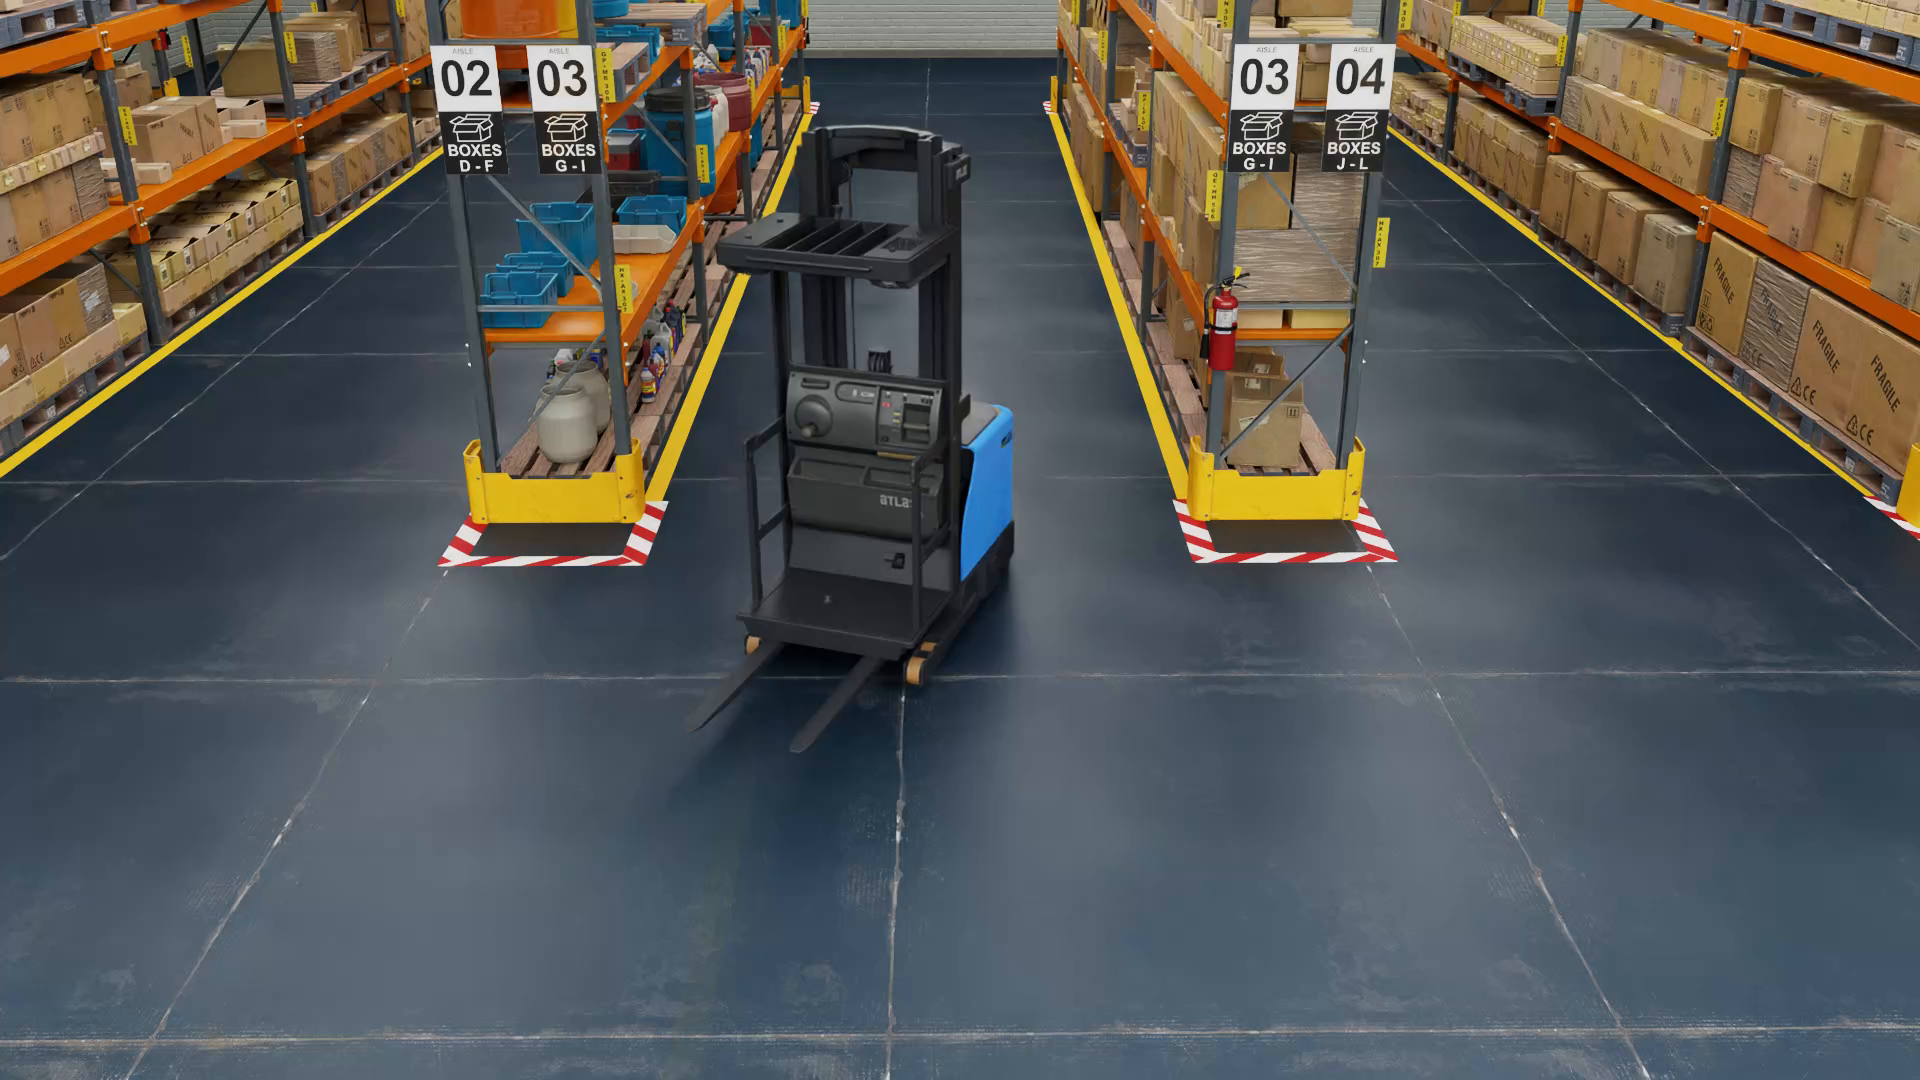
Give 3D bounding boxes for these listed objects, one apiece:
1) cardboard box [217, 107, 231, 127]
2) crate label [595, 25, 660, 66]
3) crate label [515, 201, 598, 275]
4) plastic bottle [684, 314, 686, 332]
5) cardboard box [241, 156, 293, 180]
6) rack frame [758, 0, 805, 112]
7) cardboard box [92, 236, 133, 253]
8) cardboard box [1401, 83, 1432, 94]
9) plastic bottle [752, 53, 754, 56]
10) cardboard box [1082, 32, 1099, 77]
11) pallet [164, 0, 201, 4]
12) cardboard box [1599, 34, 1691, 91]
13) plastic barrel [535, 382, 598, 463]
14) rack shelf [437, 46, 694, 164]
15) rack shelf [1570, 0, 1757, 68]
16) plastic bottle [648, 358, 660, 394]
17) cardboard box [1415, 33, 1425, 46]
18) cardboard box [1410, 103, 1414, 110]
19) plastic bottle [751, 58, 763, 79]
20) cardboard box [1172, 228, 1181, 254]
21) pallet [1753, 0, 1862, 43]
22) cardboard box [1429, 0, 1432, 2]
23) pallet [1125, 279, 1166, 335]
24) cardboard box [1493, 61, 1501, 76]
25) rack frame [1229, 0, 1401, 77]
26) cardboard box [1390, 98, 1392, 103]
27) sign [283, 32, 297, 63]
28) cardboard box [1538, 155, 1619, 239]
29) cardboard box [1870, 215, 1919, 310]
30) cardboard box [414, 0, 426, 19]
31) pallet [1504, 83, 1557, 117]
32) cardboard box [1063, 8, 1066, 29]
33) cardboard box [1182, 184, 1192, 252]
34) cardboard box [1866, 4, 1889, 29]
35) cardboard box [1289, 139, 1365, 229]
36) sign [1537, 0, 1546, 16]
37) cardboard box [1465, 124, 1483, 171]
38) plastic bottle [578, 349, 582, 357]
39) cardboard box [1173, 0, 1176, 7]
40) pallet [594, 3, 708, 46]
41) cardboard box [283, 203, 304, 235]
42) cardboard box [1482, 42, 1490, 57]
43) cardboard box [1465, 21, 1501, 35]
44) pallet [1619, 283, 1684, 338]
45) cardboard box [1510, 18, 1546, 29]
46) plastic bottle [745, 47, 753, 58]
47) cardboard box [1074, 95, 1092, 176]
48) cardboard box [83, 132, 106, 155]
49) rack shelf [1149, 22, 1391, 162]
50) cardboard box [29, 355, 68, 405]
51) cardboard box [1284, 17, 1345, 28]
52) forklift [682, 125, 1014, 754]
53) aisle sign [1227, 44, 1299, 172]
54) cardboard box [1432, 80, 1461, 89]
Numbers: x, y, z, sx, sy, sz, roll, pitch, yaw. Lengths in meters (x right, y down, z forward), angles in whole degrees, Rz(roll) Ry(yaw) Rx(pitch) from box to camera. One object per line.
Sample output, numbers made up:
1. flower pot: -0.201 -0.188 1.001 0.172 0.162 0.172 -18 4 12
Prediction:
1. cardboard box: -7.982 -4.386 17.416 0.500 0.311 0.500 -1 24 -1
2. crate label: -2.448 -3.592 12.093 0.502 0.251 0.408 0 24 -1
3. crate label: -3.048 -2.294 12.639 0.502 0.435 0.616 0 24 -1
4. plastic bottle: -2.486 -1.946 14.775 0.097 0.201 0.097 0 24 0
5. cardboard box: -8.043 -4.242 19.489 0.500 0.500 0.500 1 24 2
6. rack frame: -2.932 -8.114 25.549 1.000 3.000 0.127 0 24 -1
7. cardboard box: -8.058 -2.722 15.775 0.500 0.311 0.500 0 24 1
8. cardboard box: 6.724 -6.629 24.495 0.380 0.149 0.250 1 24 2
9. plastic bottle: -2.686 -6.206 21.572 0.097 0.201 0.097 0 24 0
10. cardboard box: 1.825 -6.135 21.054 0.500 0.500 0.500 0 24 0
11. pallet: -7.686 -5.337 15.999 1.003 0.211 1.213 1 24 2
12. cardboard box: 7.070 -4.928 17.171 0.700 0.500 0.500 -1 24 -1
13. plastic barrel: -2.842 -0.849 11.997 0.421 0.512 0.421 0 24 0
14. rack shelf: -2.780 -3.384 12.324 1.077 0.370 4.000 0 24 -1
15. rack shelf: 7.090 -5.035 15.975 1.077 0.370 4.000 0 24 -1
16. plastic bottle: -2.450 -1.325 13.302 0.061 0.283 0.133 0 24 0
17. cardboard box: 6.698 -7.114 23.645 0.380 0.149 0.250 0 24 0
18. cardboard box: 6.804 -6.387 24.321 0.380 0.149 0.250 1 24 2
19. plastic bottle: -2.552 -5.889 20.782 0.152 0.276 0.135 0 24 -1
20. cardboard box: 1.882 -2.369 13.152 0.380 0.149 0.250 0 24 -1
21. pallet: 7.110 -4.161 13.277 1.003 0.211 1.213 0 24 -1
22. cardboard box: 6.747 -7.721 22.986 0.500 0.500 0.500 0 24 1
23. pallet: 2.141 -2.241 15.949 1.003 0.211 1.213 0 24 -1
24. cardboard box: 6.594 -5.627 19.846 0.380 0.149 0.250 0 24 1
25. rack frame: 2.195 -4.276 9.785 1.000 3.000 0.127 0 24 -1
26. cardboard box: 6.751 -6.684 25.339 0.380 0.149 0.250 0 24 -1
27. sign: -7.243 -5.328 17.985 0.100 0.325 0.005 0 24 -1
28. cardboard box: 6.985 -3.735 18.088 1.050 0.750 0.750 -1 24 -1
29. cardboard box: 7.078 -1.971 11.786 0.875 0.550 0.550 0 24 -1
30. cardboard box: -7.572 -7.354 22.535 0.500 0.500 0.500 -1 24 -2
31. pallet: 6.954 -5.026 18.955 1.213 0.211 1.003 0 24 -1
32. cardboard box: 1.770 -7.583 24.197 0.500 0.250 0.500 -1 24 -2
33. cardboard box: 2.129 -2.362 12.351 0.875 0.500 0.500 0 24 -1
34. cardboard box: 6.797 -3.777 11.994 0.380 0.149 0.250 0 24 0
35. cardboard box: 2.461 -2.407 11.237 0.500 0.500 0.500 0 24 -1
36. sign: 7.580 -7.000 21.682 0.100 0.325 0.005 0 24 -1
37. cardboard box: 6.775 -4.997 21.182 0.500 0.500 0.500 1 24 2
38. plastic bottle: -3.201 -1.575 13.773 0.144 0.351 0.185 0 24 -1
39. cardboard box: 1.899 -4.314 13.207 0.380 0.149 0.250 0 24 0
40. pallet: -2.696 -4.153 13.381 1.213 0.211 1.003 0 24 -1
41. cardboard box: -7.549 -3.519 18.218 0.500 0.250 0.500 0 24 1
42. cardboard box: 6.588 -5.976 20.257 0.380 0.149 0.250 -1 24 -1
43. cardboard box: 6.578 -6.431 20.903 0.380 0.149 0.250 0 24 0
44. pallet: 7.028 -2.219 15.900 1.003 0.211 1.213 0 24 -1
45. cardboard box: 7.228 -6.541 21.145 0.380 0.149 0.250 -1 24 -2
46. plastic bottle: -2.696 -6.065 21.080 0.144 0.351 0.185 0 24 -1
47. cardboard box: 2.101 -5.079 20.909 1.225 0.875 0.875 -1 24 -2
48. cardboard box: -7.537 -3.378 14.171 0.380 0.149 0.250 0 24 -1
49. rack shelf: 2.173 -3.406 12.373 1.077 0.370 4.000 0 24 -1
50. cardboard box: -7.509 -1.278 13.264 0.500 0.250 0.500 0 24 -1
51. cardboard box: 2.461 -3.561 11.541 0.380 0.149 0.250 0 24 -1
52. forklift: -0.616 -0.698 9.237 1.130 2.935 3.031 8 26 18
53. aisle sign: 1.895 -2.700 10.426 0.394 0.787 0.004 0 24 -1
54. cardboard box: 7.255 -6.746 24.754 0.380 0.149 0.250 -1 24 -3
